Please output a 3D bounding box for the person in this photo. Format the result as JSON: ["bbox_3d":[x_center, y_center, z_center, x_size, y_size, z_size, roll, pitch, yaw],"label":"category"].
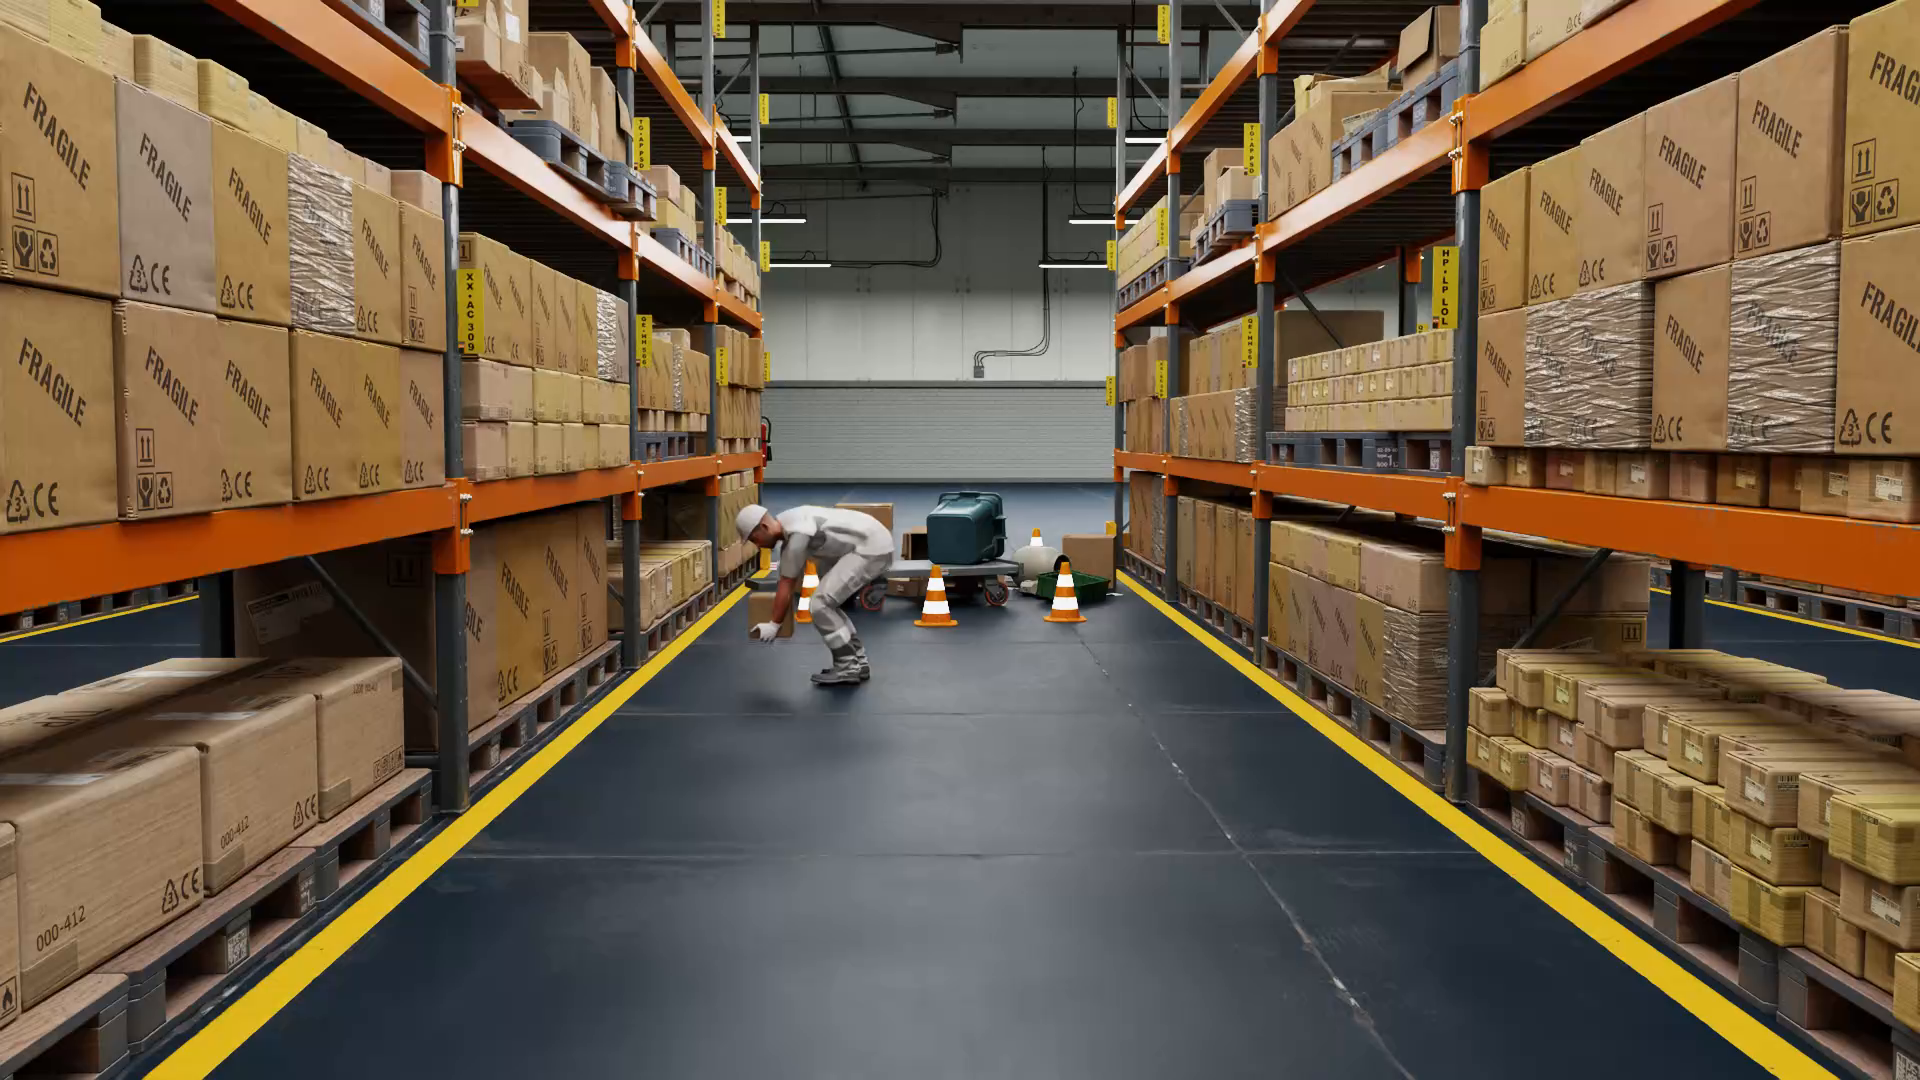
[{"bbox_3d":[-0.881,0.267,10.027,0.943,1.182,0.509,0,4,-4],"label":"person"}]
